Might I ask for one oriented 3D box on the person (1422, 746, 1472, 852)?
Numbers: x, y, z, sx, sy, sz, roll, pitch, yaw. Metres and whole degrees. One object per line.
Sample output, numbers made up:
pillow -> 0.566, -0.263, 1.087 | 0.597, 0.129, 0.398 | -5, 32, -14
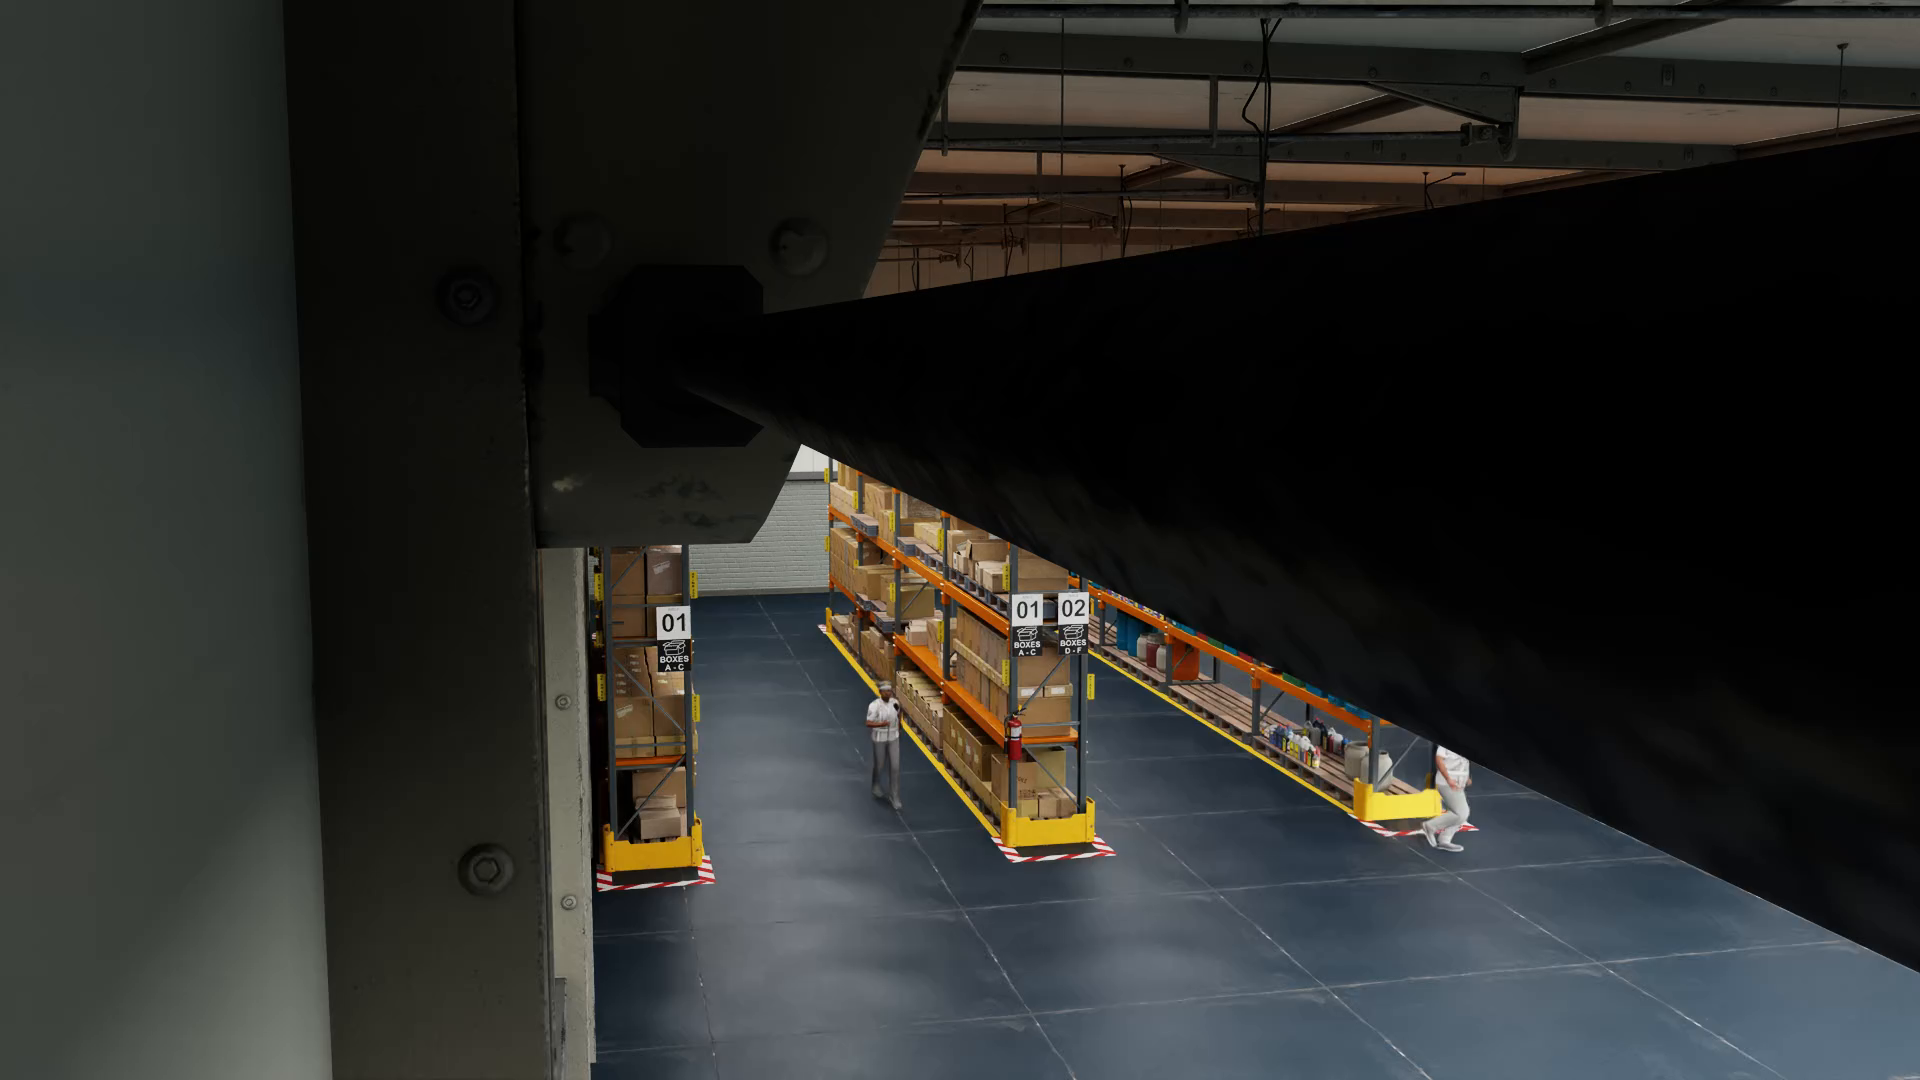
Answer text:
person -> 6.104, 3.014, 20.777 | 0.555, 1.734, 0.690 | 3, 7, 25

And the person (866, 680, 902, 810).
person -> -1.020, 2.762, 22.820 | 0.570, 1.719, 0.850 | -2, 7, -18
